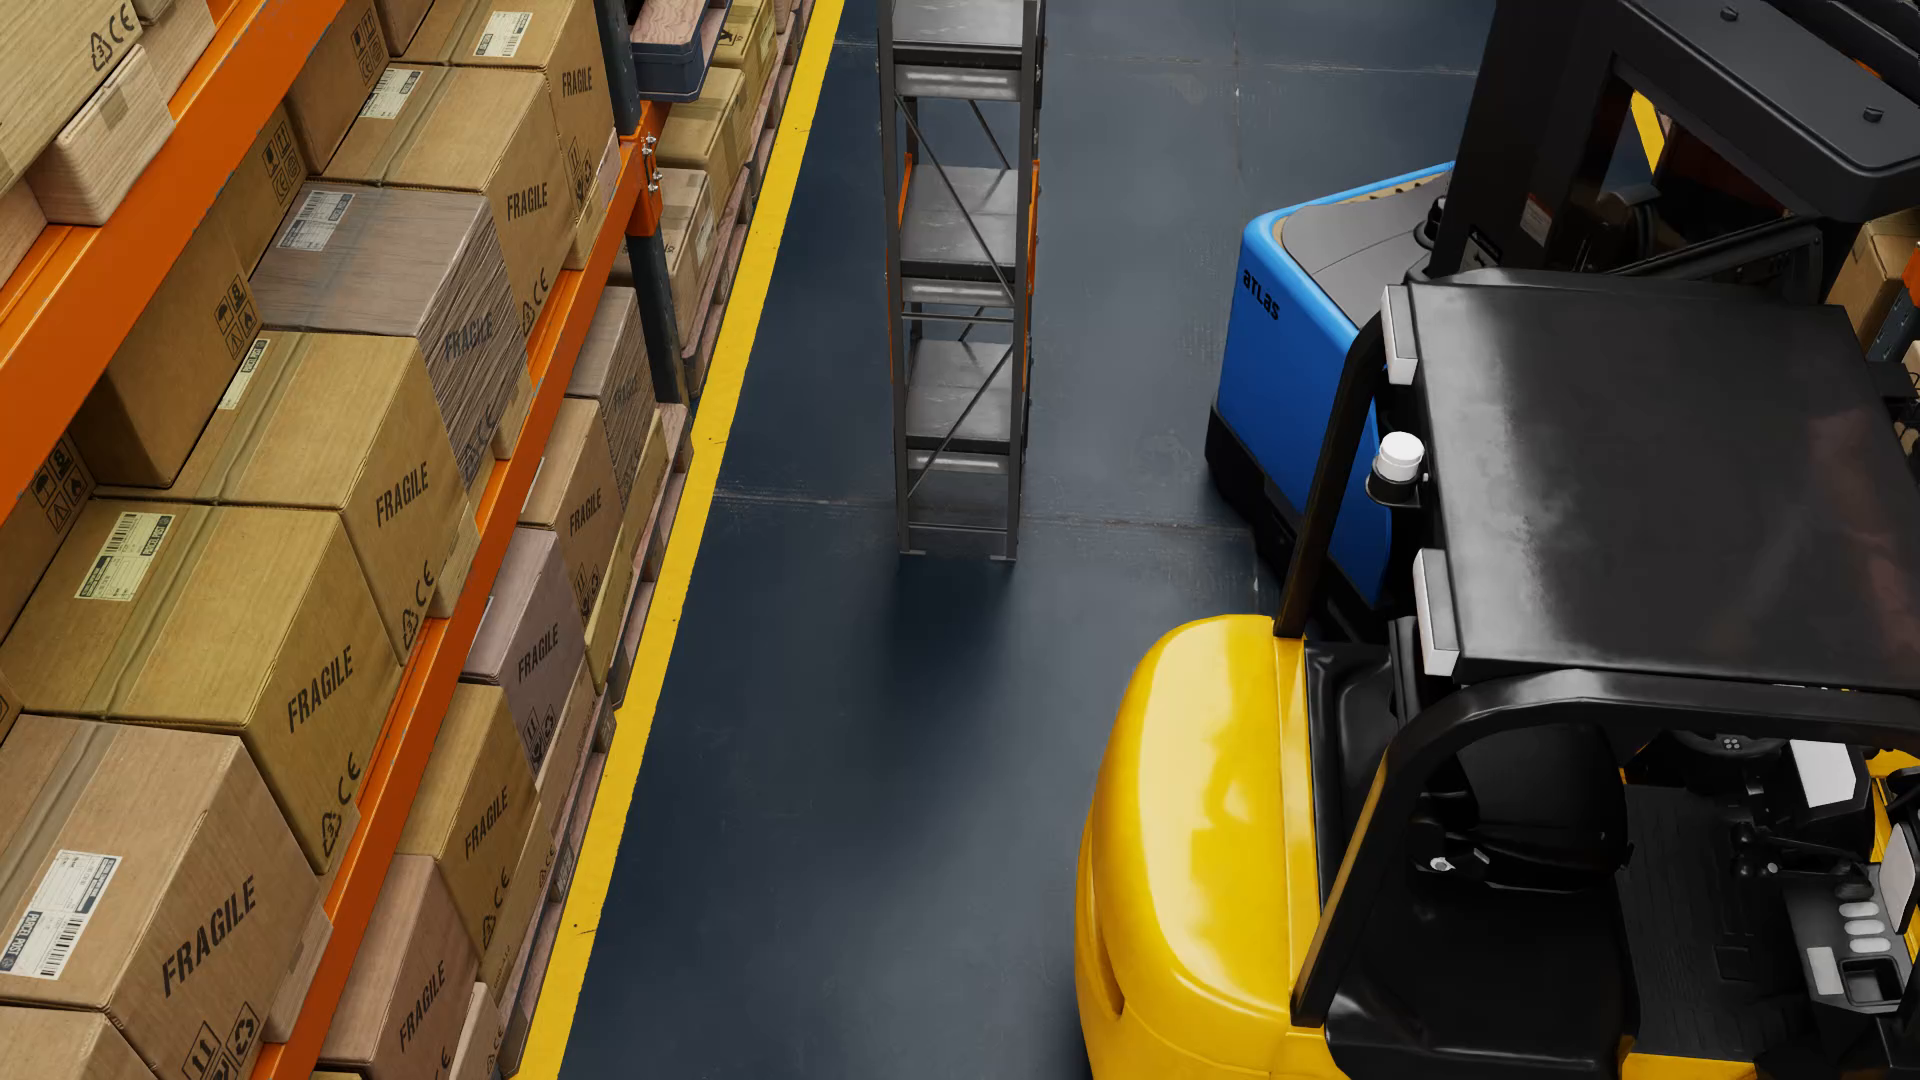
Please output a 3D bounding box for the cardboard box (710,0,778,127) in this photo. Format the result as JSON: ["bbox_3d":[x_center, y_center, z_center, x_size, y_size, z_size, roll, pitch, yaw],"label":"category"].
[{"bbox_3d":[-1.321,-2.117,7.150,0.950,0.372,0.625,5,48,5],"label":"cardboard box"}]

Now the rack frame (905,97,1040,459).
[{"bbox_3d":[0.037,-1.010,5.250,0.400,2.100,0.015,4,48,4],"label":"rack frame"}]

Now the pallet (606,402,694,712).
[{"bbox_3d":[-1.517,0.000,5.607,1.003,0.211,1.213,4,48,4],"label":"pallet"}]

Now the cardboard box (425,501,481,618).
[{"bbox_3d":[-1.346,0.029,3.861,0.380,0.149,0.250,4,48,4],"label":"cardboard box"}]

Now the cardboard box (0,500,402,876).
[{"bbox_3d":[-1.447,0.283,3.189,0.500,0.500,0.500,3,48,3],"label":"cardboard box"}]

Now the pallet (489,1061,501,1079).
[{"bbox_3d":[-1.739,1.793,3.967,1.003,0.211,1.213,4,48,4],"label":"pallet"}]

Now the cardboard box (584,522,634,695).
[{"bbox_3d":[-1.315,0.194,5.119,0.500,0.250,0.500,3,48,2],"label":"cardboard box"}]

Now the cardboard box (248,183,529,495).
[{"bbox_3d":[-1.366,-0.468,3.876,0.500,0.500,0.500,5,48,5],"label":"cardboard box"}]

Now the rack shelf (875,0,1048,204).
[{"bbox_3d":[0.015,-1.294,4.580,0.431,0.518,0.480,4,48,4],"label":"rack shelf"}]

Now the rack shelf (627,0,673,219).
[{"bbox_3d":[-1.308,-2.664,6.641,1.077,0.370,4.000,4,48,4],"label":"rack shelf"}]

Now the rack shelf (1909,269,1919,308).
[{"bbox_3d":[3.271,0.606,3.650,1.077,0.370,4.000,4,48,4],"label":"rack shelf"}]

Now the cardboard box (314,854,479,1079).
[{"bbox_3d":[-1.461,1.059,3.819,0.500,0.500,0.500,2,48,2],"label":"cardboard box"}]

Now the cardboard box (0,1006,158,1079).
[{"bbox_3d":[-1.536,1.039,2.498,0.500,0.500,0.500,3,48,3],"label":"cardboard box"}]

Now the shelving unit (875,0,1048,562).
[{"bbox_3d":[0.015,-0.830,5.086,0.431,2.100,0.503,4,48,4],"label":"shelving unit"}]

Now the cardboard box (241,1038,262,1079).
[{"bbox_3d":[-1.504,0.975,2.995,0.380,0.149,0.250,2,48,2],"label":"cardboard box"}]

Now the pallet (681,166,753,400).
[{"bbox_3d":[-1.421,-1.068,6.584,1.003,0.211,1.213,4,48,4],"label":"pallet"}]

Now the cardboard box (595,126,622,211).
[{"bbox_3d":[-1.216,-1.096,4.890,0.380,0.149,0.250,3,48,3],"label":"cardboard box"}]

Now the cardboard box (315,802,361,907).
[{"bbox_3d":[-1.445,0.600,3.339,0.380,0.149,0.250,5,48,5],"label":"cardboard box"}]

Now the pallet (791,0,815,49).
[{"bbox_3d":[-1.199,-2.861,8.224,1.003,0.211,1.213,4,48,4],"label":"pallet"}]

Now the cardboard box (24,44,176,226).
[{"bbox_3d":[-1.388,-0.597,2.401,0.380,0.149,0.250,4,48,4],"label":"cardboard box"}]

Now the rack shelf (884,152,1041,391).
[{"bbox_3d":[0.015,-0.821,5.097,0.431,0.518,0.480,4,48,4],"label":"rack shelf"}]

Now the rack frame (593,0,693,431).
[{"bbox_3d":[-1.491,-1.437,5.032,1.000,3.000,0.127,4,48,4],"label":"rack frame"}]

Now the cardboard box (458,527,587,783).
[{"bbox_3d":[-1.367,0.298,4.516,0.500,0.500,0.500,6,48,6],"label":"cardboard box"}]

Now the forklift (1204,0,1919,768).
[{"bbox_3d":[1.926,-0.419,4.147,1.130,2.935,3.031,-18,50,-16],"label":"forklift"}]

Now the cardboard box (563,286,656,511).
[{"bbox_3d":[-1.277,-0.451,5.200,0.500,0.500,0.500,3,48,3],"label":"cardboard box"}]

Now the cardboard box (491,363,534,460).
[{"bbox_3d":[-1.306,-0.349,4.207,0.380,0.149,0.250,3,48,3],"label":"cardboard box"}]

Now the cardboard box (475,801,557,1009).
[{"bbox_3d":[-1.415,0.938,4.438,0.500,0.250,0.500,7,48,6],"label":"cardboard box"}]

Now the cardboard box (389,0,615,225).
[{"bbox_3d":[-1.283,-1.228,4.571,0.500,0.500,0.500,3,48,3],"label":"cardboard box"}]

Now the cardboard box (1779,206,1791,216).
[{"bbox_3d":[3.568,-1.400,6.323,0.875,0.625,0.625,3,48,3],"label":"cardboard box"}]

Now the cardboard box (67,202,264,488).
[{"bbox_3d":[-1.845,-0.470,3.200,0.700,0.500,0.500,4,48,3],"label":"cardboard box"}]

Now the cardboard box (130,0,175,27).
[{"bbox_3d":[-1.400,-1.037,2.533,0.500,0.250,0.500,5,48,4],"label":"cardboard box"}]

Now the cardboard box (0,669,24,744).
[{"bbox_3d":[-1.972,0.269,2.524,0.700,0.500,0.500,4,48,4],"label":"cardboard box"}]

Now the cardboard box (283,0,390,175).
[{"bbox_3d":[-1.815,-1.226,3.892,0.700,0.500,0.500,4,48,4],"label":"cardboard box"}]

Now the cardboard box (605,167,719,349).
[{"bbox_3d":[-1.445,-1.078,6.199,0.950,0.372,0.625,4,48,4],"label":"cardboard box"}]

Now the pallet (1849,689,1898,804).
[{"bbox_3d":[3.339,0.417,5.226,1.003,0.211,1.213,4,48,4],"label":"pallet"}]

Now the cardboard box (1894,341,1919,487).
[{"bbox_3d":[3.096,-0.323,4.914,0.500,0.250,0.500,3,48,3],"label":"cardboard box"}]
